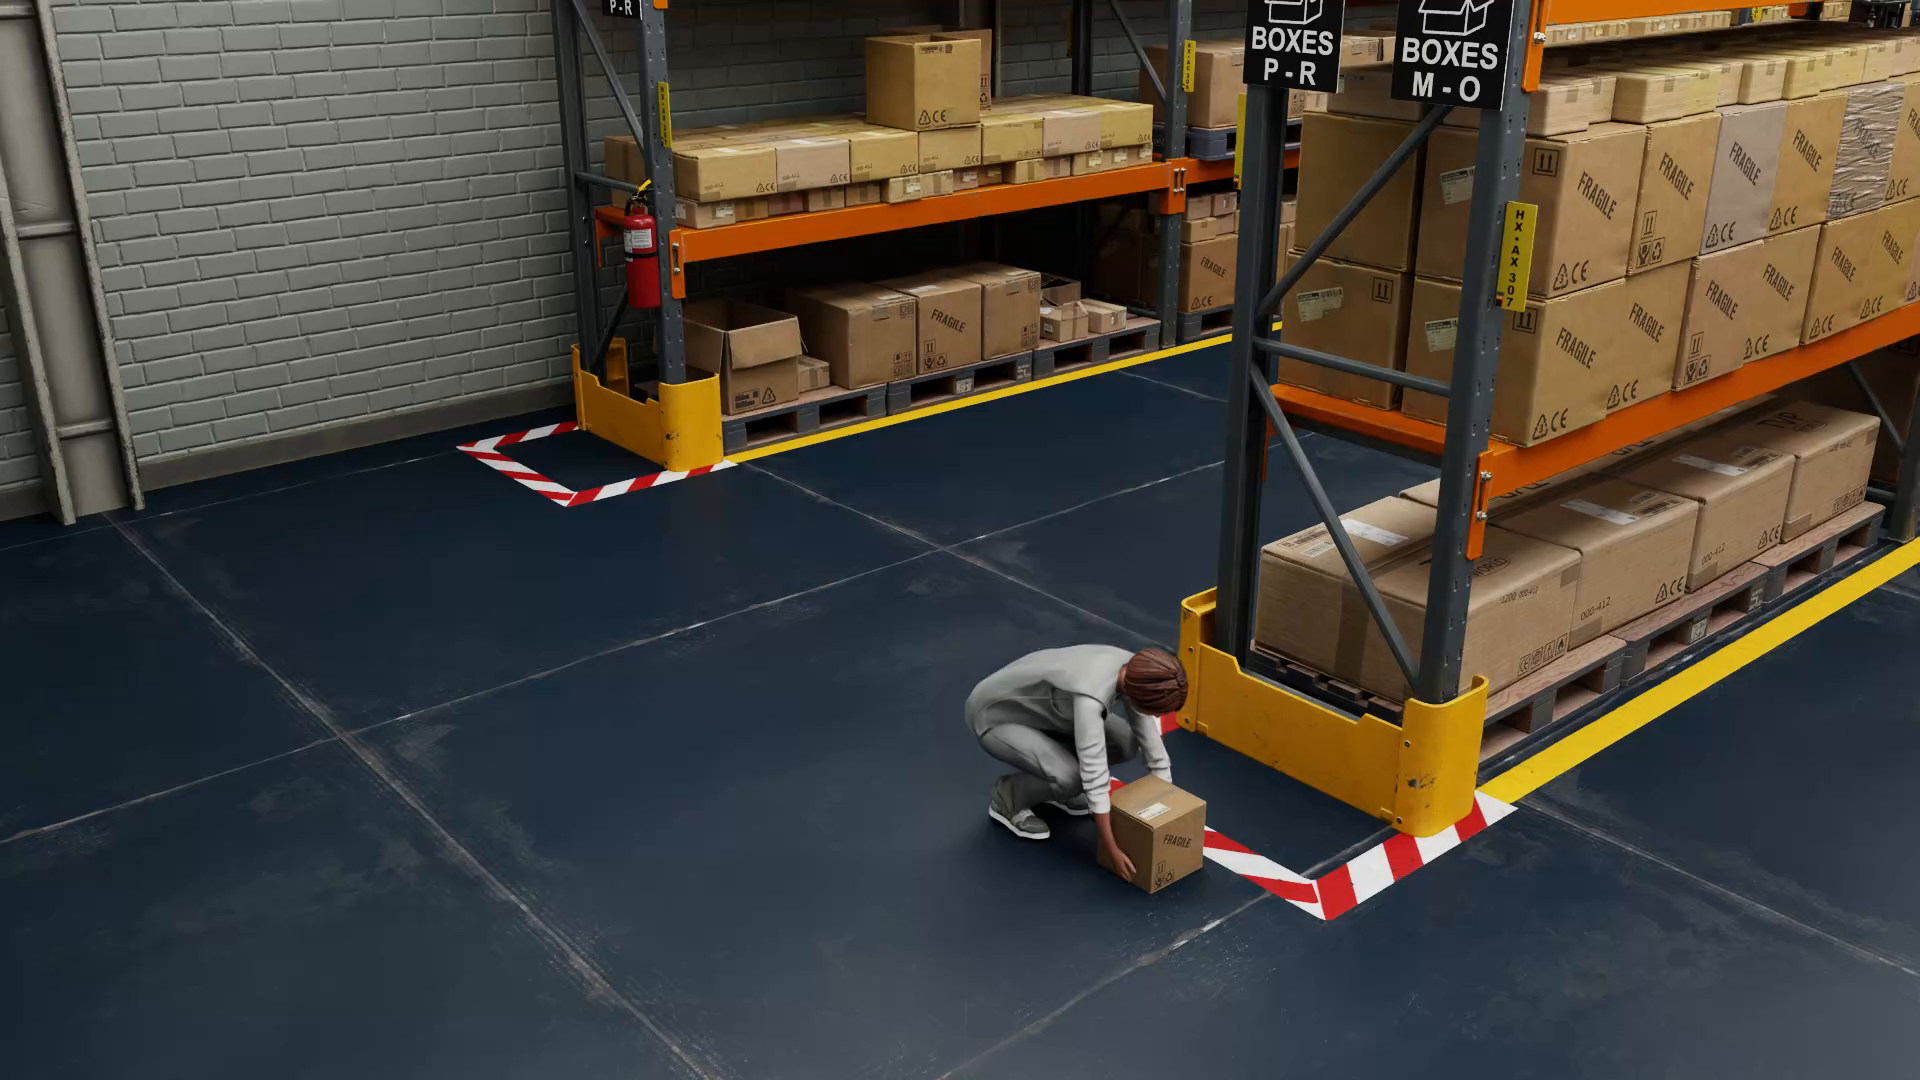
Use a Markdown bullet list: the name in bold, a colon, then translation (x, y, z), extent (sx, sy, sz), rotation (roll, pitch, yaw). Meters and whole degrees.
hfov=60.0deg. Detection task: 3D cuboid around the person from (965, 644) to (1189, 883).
- **person**: translation (0.387, 0.658, 5.603), extent (0.815, 0.768, 0.436), rotation (19, 28, 39)
